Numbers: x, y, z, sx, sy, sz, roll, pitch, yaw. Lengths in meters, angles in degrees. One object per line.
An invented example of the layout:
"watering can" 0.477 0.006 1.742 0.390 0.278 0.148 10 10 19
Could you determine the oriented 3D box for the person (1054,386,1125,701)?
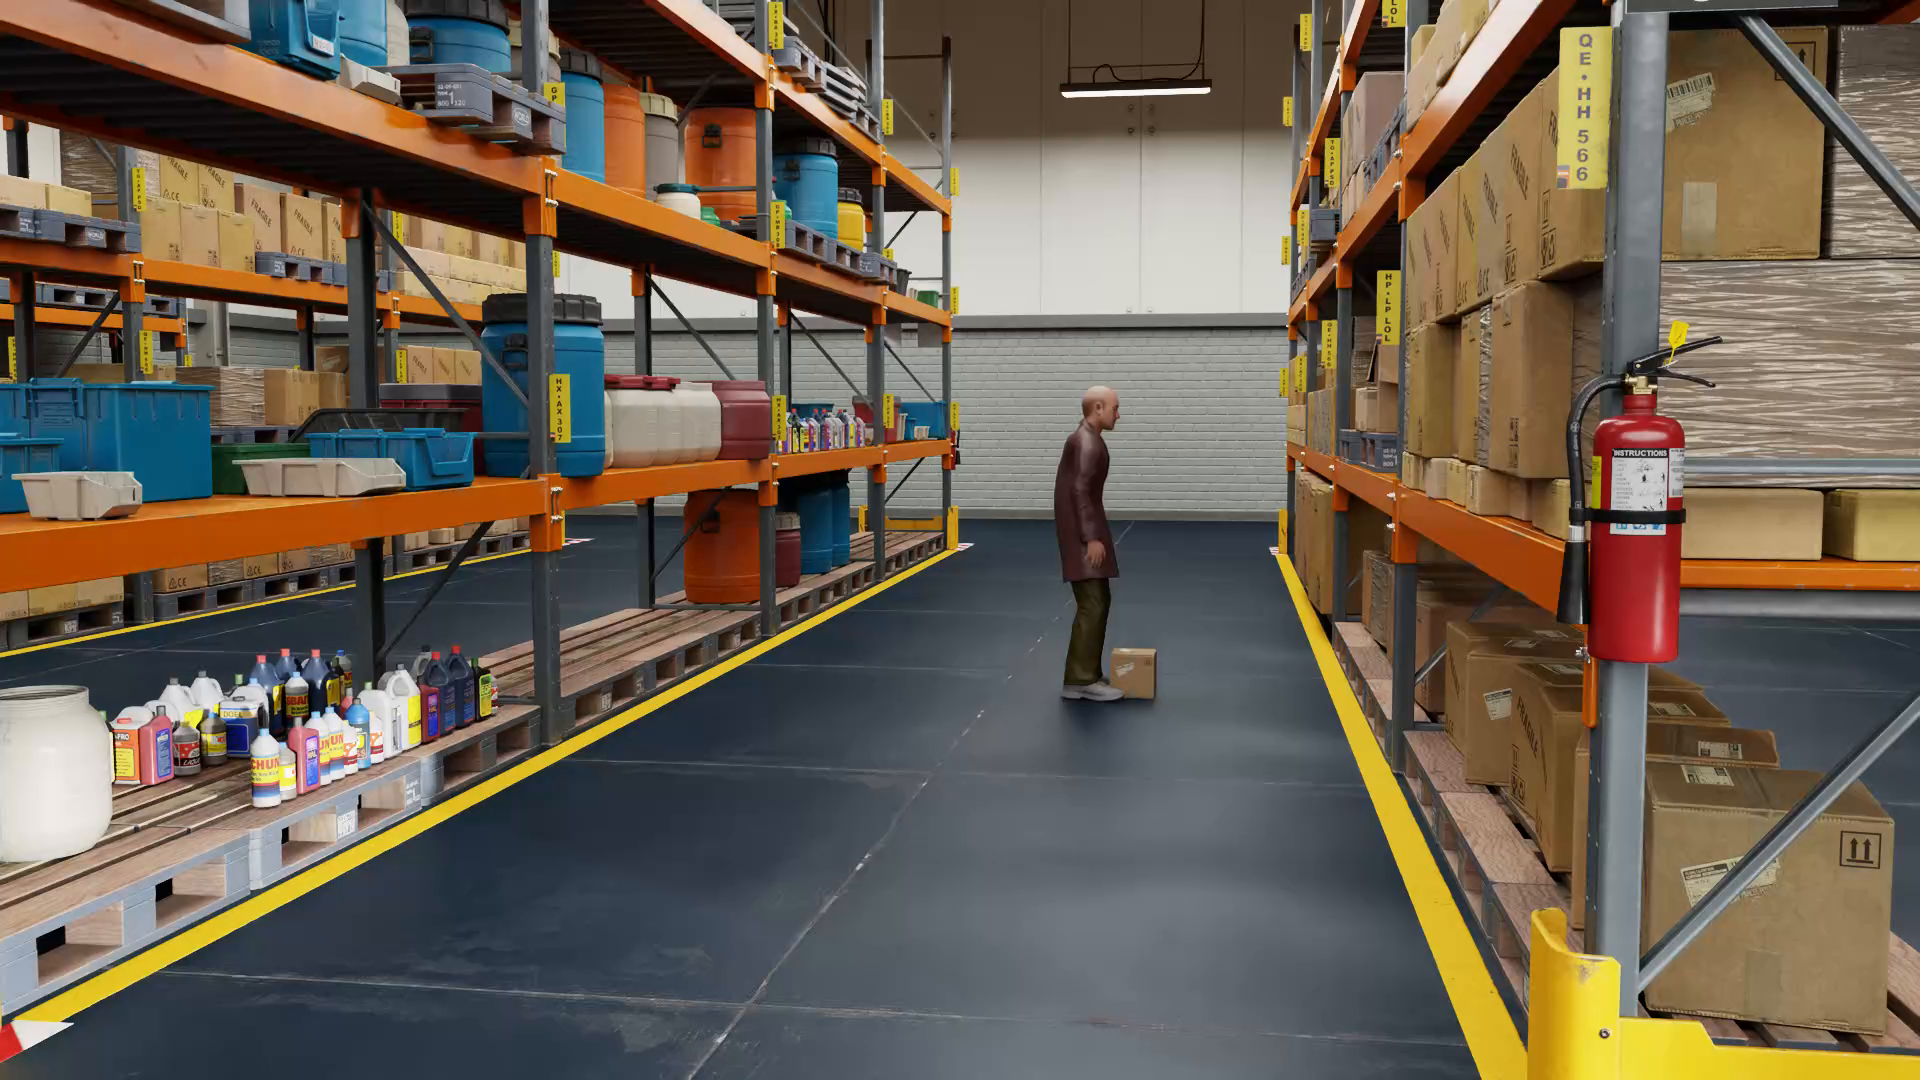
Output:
"person" 0.750 0.004 9.540 0.429 1.772 0.644 0 4 5
